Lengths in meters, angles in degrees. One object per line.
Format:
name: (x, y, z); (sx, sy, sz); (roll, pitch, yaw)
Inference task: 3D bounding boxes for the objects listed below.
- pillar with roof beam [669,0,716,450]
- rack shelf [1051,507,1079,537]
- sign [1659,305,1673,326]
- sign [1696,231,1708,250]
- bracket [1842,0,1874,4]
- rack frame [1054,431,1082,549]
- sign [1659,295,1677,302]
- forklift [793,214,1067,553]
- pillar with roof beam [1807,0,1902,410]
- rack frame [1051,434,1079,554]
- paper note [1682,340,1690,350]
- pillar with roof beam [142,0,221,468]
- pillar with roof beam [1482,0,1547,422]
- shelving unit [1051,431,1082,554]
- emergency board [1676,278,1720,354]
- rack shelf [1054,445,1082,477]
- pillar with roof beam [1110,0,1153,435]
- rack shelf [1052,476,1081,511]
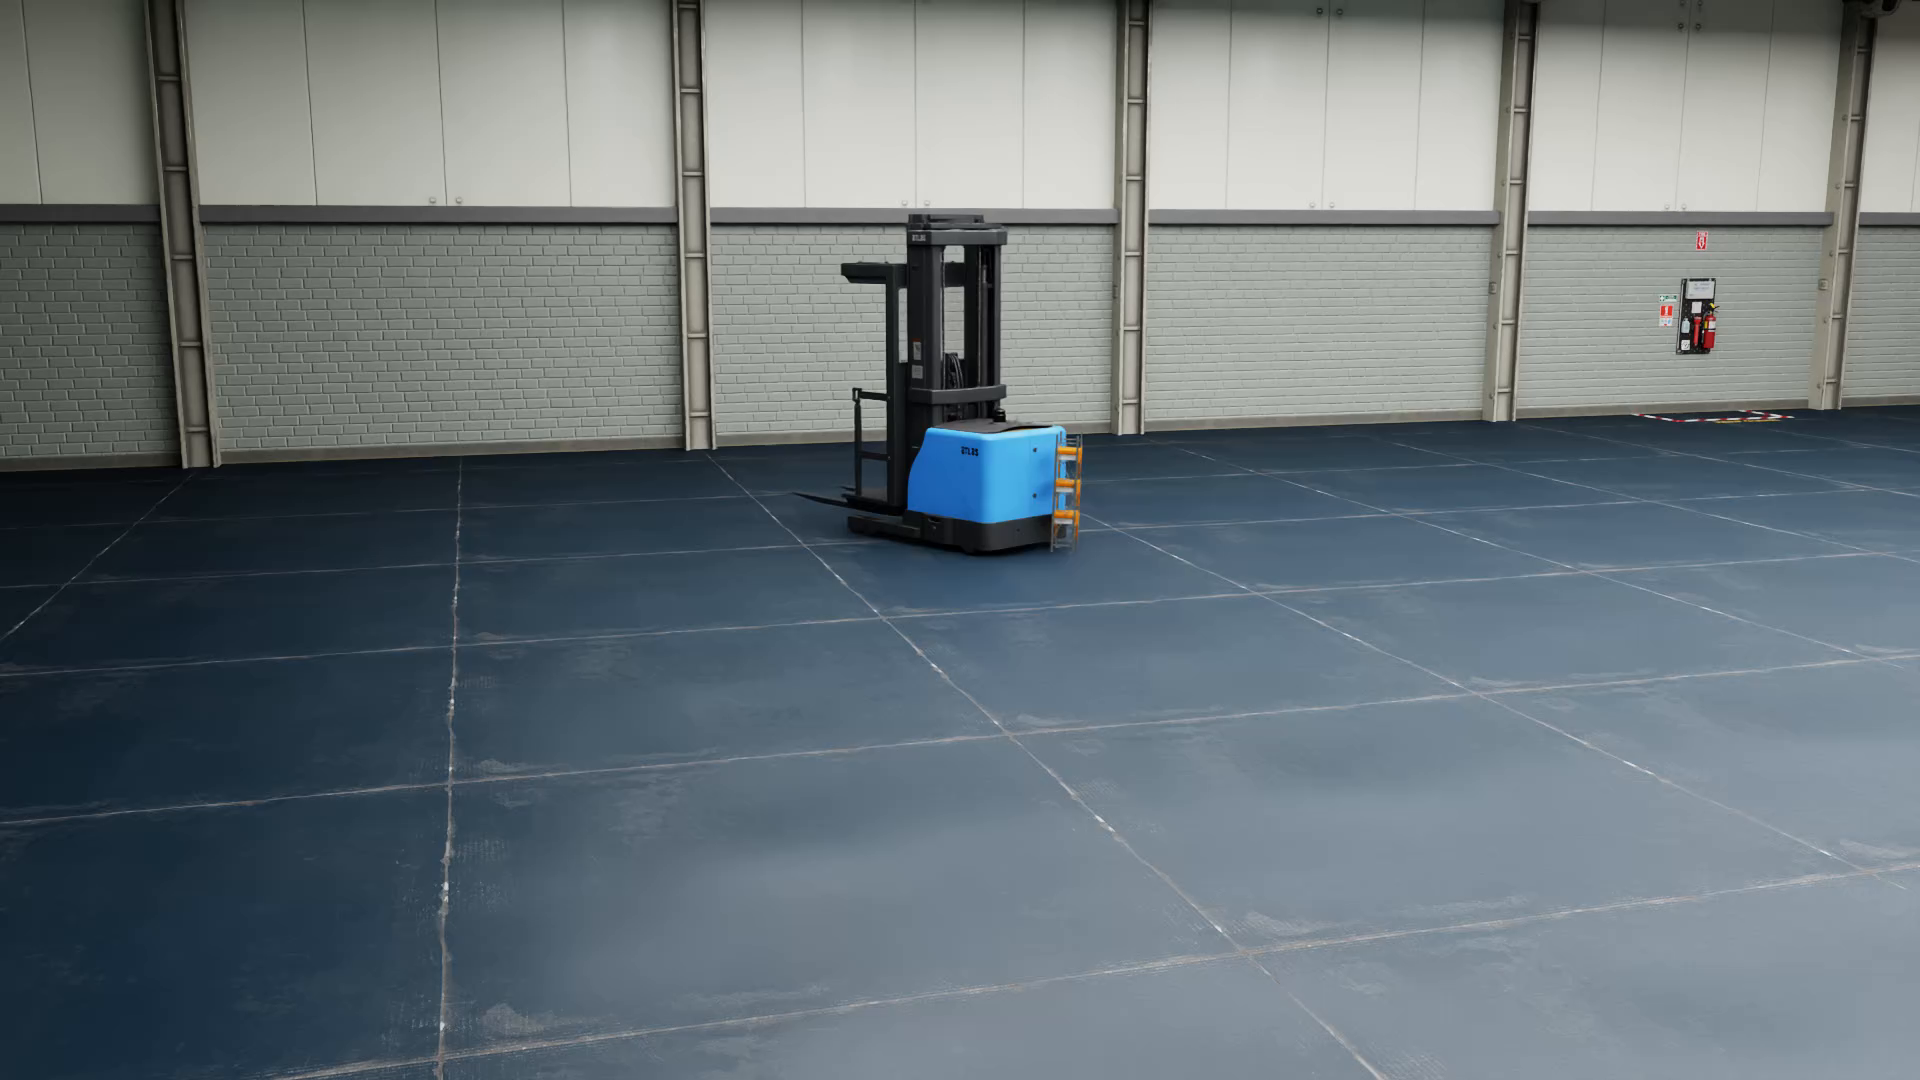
pillar with roof beam: (-2.205, -4.876, 16.884); (0.400, 9.000, 9.100); (-3, 11, -16)
rack shelf: (0.925, -0.136, 14.658); (0.215, 0.259, 0.240); (4, 11, 10)
sign: (10.932, -3.474, 25.739); (0.234, 0.329, 0.001); (-3, 11, -16)
sign: (11.456, -4.624, 25.679); (0.199, 0.298, 0.001); (-3, 11, -16)
bracket: (13.576, -8.223, 25.122); (0.430, 0.232, 0.235); (-3, 11, -16)
rack frame: (0.958, -0.441, 14.722); (0.200, 1.050, 0.008); (4, 11, 10)
sign: (10.939, -3.734, 25.684); (0.331, 0.109, 0.001); (-3, 11, -16)
forklift: (-0.404, -1.536, 15.496); (1.130, 2.935, 3.031); (-9, 14, -42)
pillar with roof beam: (15.078, -5.787, 21.832); (0.548, 9.000, 9.100); (-3, 11, -16)
rack frame: (0.913, -0.397, 14.486); (0.200, 1.050, 0.008); (4, 11, 10)
paper note: (11.302, -3.037, 25.894); (0.142, 0.148, 0.016); (-3, 11, -16)
pillar with roof beam: (-7.965, -4.573, 15.235); (0.400, 9.000, 9.100); (-3, 11, -16)
pillar with roof beam: (9.317, -5.484, 20.183); (0.548, 9.000, 9.100); (-3, 11, -16)
shelving unit: (0.936, -0.419, 14.604); (0.215, 1.050, 0.252); (4, 11, 10)
emergency board: (11.491, -3.467, 25.797); (0.643, 1.169, 0.194); (-3, 11, -16)
rack shelf: (0.945, -0.687, 14.552); (0.215, 0.259, 0.240); (4, 11, 10)
pillar with roof beam: (3.556, -5.180, 18.534); (0.400, 9.000, 9.100); (-3, 11, -16)
rack shelf: (0.935, -0.409, 14.606); (0.215, 0.259, 0.240); (4, 11, 10)
